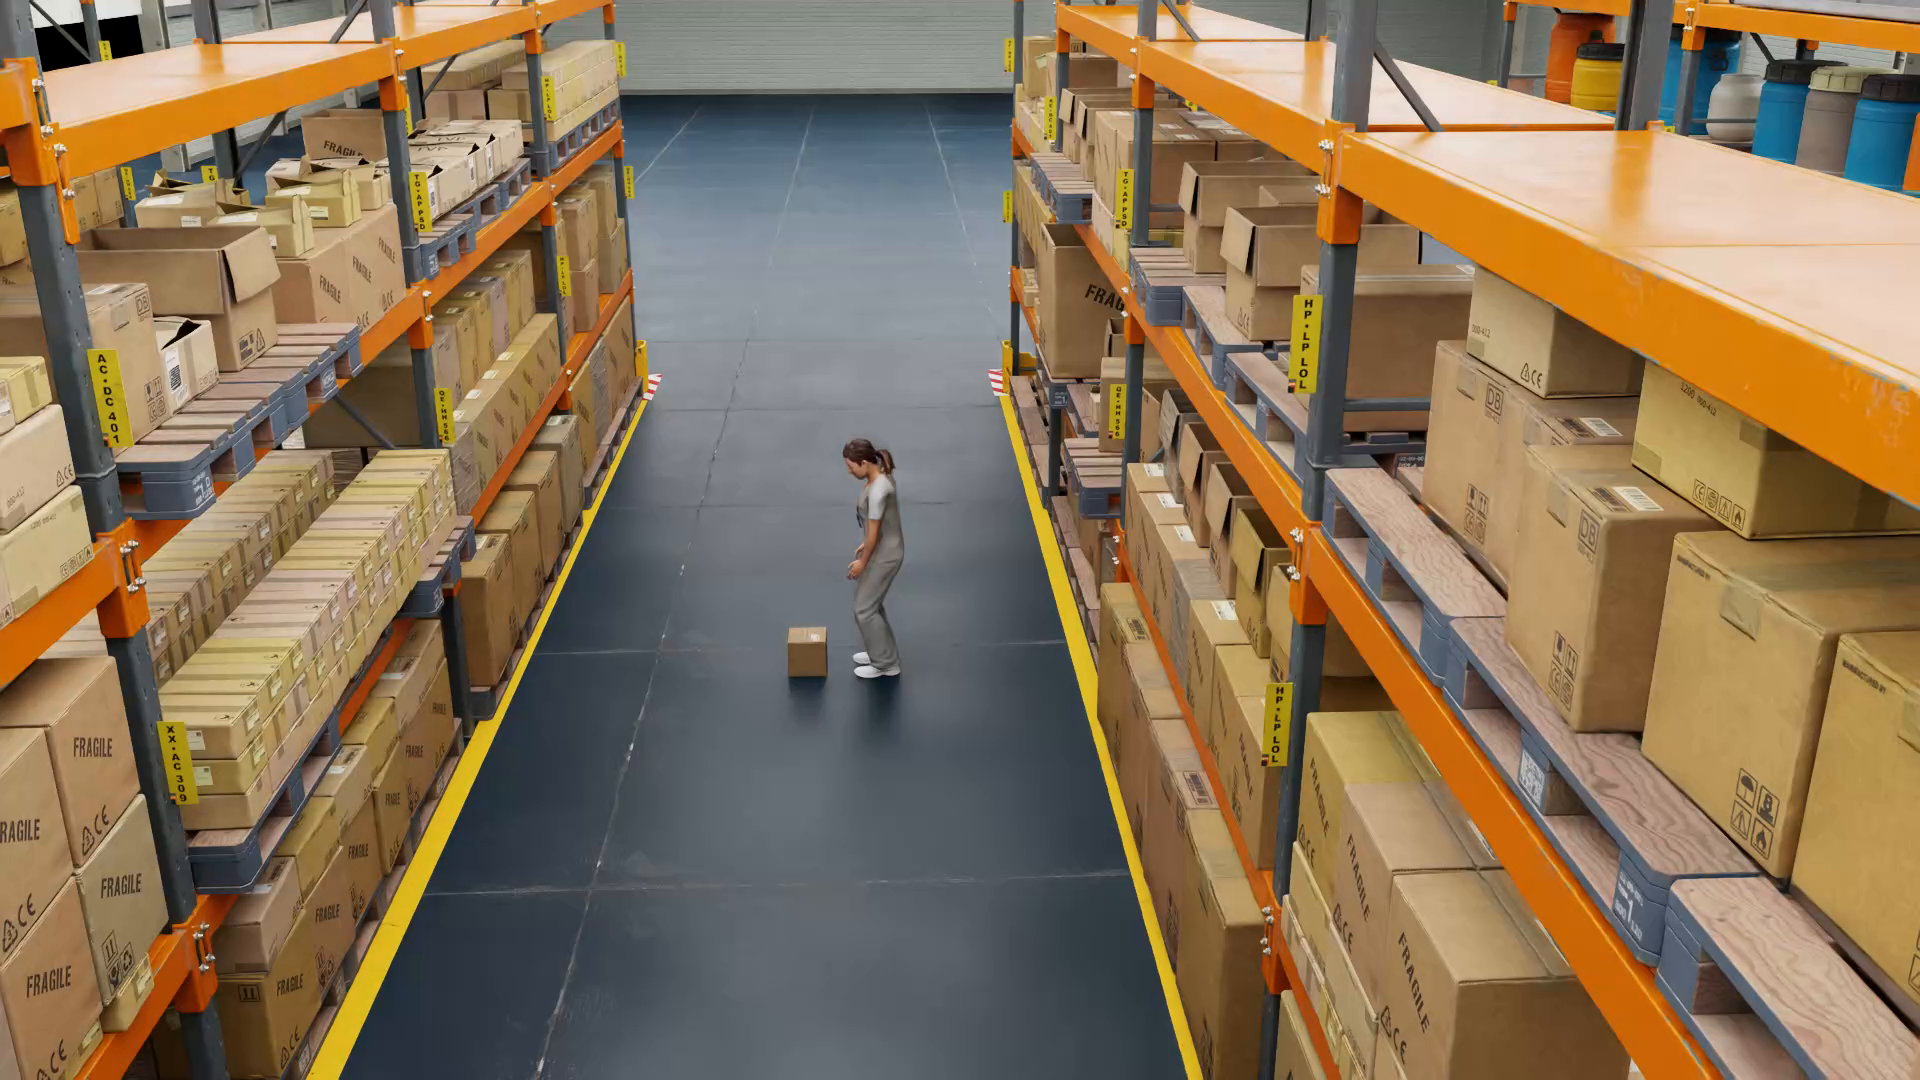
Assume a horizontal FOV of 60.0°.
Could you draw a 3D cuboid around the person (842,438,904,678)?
[{"bbox_3d":[-0.556,0.123,10.869,0.387,1.604,0.461,-1,20,-2],"label":"person"}]
